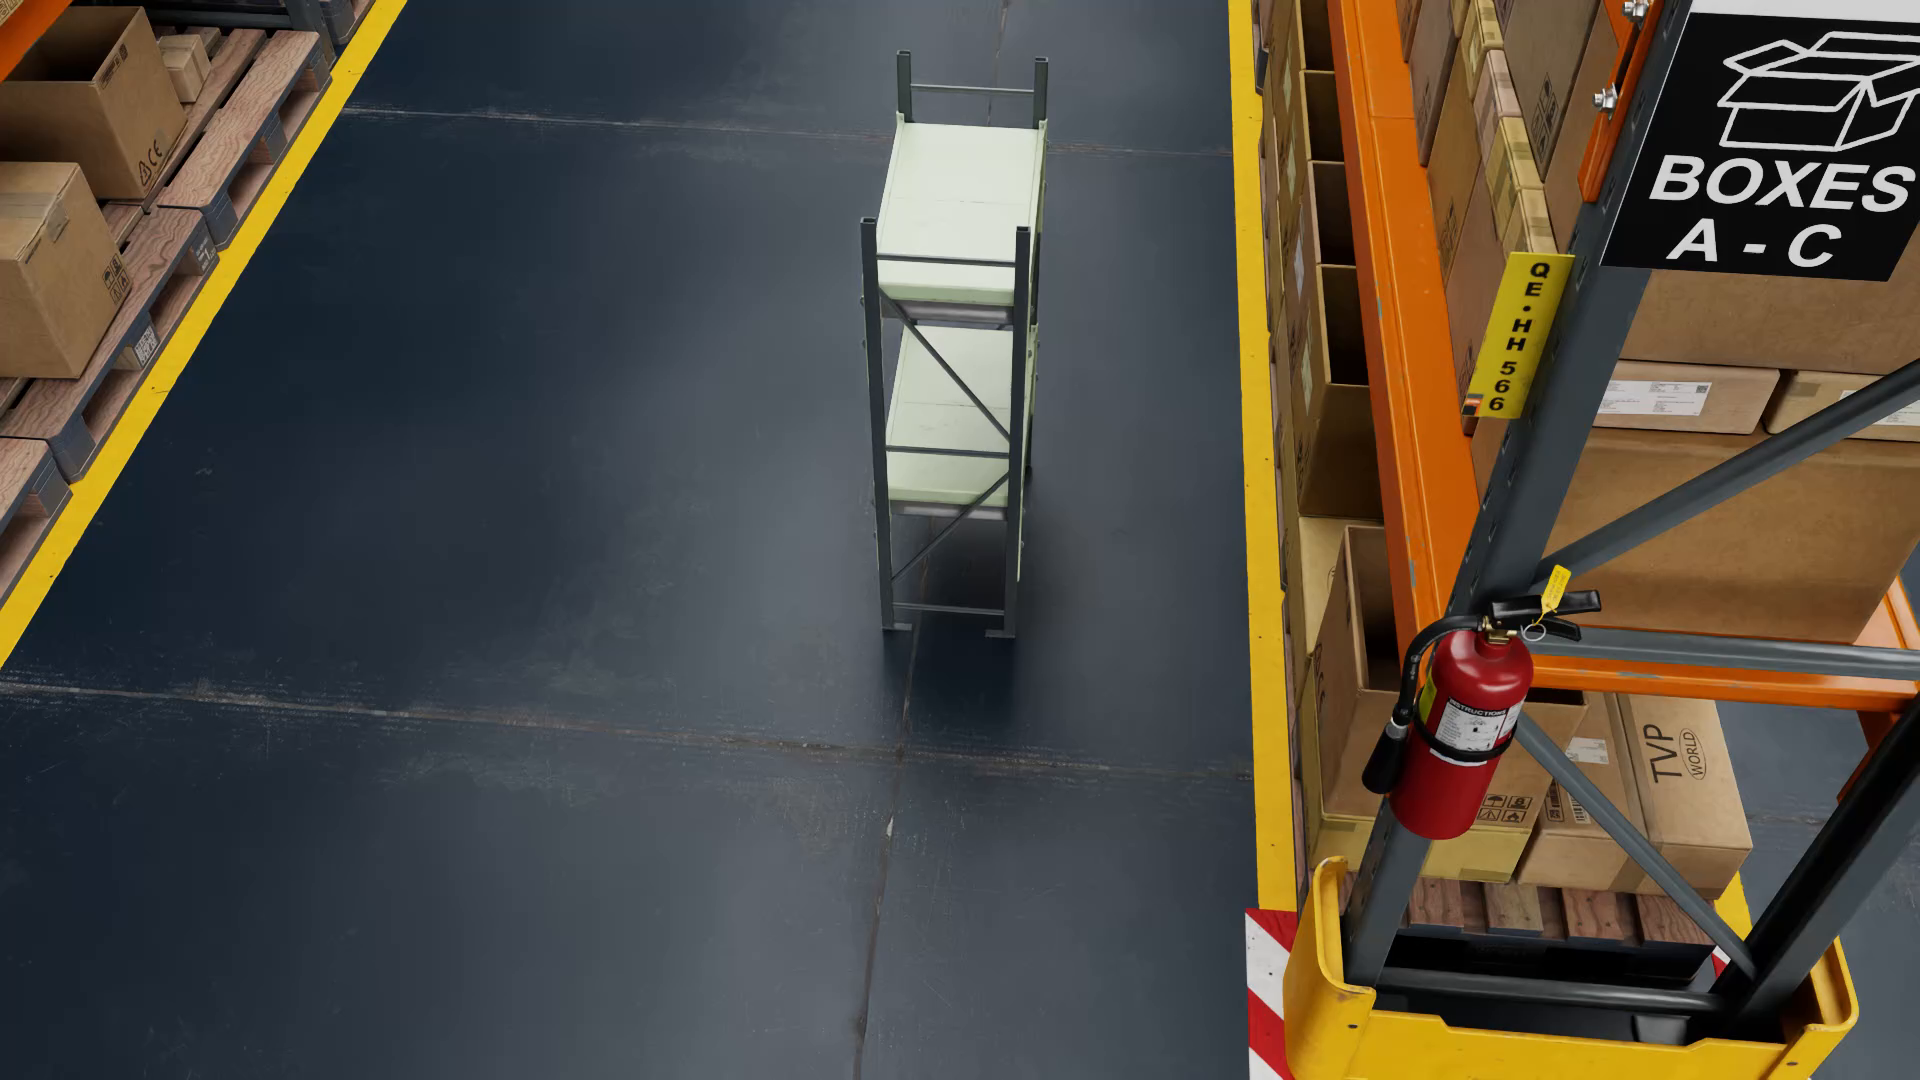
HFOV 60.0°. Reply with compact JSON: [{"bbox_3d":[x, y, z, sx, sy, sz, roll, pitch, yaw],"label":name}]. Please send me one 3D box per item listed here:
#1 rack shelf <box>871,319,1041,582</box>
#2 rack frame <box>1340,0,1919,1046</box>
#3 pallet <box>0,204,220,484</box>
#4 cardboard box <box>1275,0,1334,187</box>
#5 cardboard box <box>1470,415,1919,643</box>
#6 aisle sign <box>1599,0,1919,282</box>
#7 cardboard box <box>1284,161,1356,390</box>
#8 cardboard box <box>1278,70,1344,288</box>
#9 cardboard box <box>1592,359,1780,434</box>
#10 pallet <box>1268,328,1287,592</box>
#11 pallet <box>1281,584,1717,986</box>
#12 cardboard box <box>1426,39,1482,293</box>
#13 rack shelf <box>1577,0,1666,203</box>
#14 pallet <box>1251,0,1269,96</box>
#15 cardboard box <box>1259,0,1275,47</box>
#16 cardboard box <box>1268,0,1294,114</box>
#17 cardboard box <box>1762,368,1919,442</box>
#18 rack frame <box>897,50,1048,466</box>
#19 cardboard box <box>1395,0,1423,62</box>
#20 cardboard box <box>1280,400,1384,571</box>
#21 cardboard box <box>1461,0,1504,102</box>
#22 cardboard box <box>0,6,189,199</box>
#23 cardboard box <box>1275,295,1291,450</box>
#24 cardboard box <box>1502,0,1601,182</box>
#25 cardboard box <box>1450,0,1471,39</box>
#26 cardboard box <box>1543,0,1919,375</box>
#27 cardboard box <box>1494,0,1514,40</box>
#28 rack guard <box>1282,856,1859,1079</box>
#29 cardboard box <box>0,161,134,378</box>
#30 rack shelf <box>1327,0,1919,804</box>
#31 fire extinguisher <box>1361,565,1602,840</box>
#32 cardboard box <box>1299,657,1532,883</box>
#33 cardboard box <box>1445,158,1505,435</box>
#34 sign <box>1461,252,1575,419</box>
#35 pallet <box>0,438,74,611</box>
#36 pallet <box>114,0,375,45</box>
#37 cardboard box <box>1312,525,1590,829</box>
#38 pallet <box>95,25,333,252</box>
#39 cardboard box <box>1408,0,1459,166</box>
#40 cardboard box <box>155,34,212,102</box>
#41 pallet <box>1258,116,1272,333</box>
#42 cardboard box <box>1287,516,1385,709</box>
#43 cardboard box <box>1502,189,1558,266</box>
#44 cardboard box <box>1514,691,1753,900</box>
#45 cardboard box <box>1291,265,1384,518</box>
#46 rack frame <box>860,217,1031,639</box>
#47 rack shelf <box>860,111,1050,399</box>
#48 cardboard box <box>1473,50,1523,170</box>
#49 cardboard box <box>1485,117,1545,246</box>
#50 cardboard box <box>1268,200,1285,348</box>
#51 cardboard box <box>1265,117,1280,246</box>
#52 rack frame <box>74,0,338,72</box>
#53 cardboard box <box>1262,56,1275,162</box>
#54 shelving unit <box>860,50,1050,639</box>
[{"bbox_3d":[-0.001,-0.281,4.933,0.431,0.370,0.720,4,48,4],"label":"rack shelf"},{"bbox_3d":[1.395,0.209,3.026,1.000,3.000,0.127,4,48,4],"label":"rack frame"},{"bbox_3d":[-3.308,-0.725,5.770,1.003,0.211,1.213,4,48,4],"label":"pallet"},{"bbox_3d":[1.368,-1.509,5.668,0.500,0.500,0.500,4,48,4],"label":"cardboard box"},{"bbox_3d":[1.451,-0.167,3.302,0.700,0.500,0.500,4,48,4],"label":"cardboard box"},{"bbox_3d":[1.097,-0.640,2.041,0.394,0.787,0.004,4,48,4],"label":"aisle sign"},{"bbox_3d":[1.271,-0.775,4.997,0.500,0.500,0.500,4,48,4],"label":"cardboard box"},{"bbox_3d":[1.315,-1.142,5.333,0.500,0.500,0.500,4,48,4],"label":"cardboard box"},{"bbox_3d":[1.240,-0.337,3.018,0.380,0.149,0.250,3,48,3],"label":"cardboard box"},{"bbox_3d":[1.537,-0.309,5.389,1.003,0.211,1.213,4,48,4],"label":"pallet"},{"bbox_3d":[1.423,0.585,4.571,1.003,0.211,1.213,4,48,4],"label":"pallet"},{"bbox_3d":[1.545,-0.918,3.989,0.700,0.500,0.500,4,48,4],"label":"cardboard box"},{"bbox_3d":[1.578,-2.030,3.529,1.077,0.370,4.000,4,48,4],"label":"rack shelf"},{"bbox_3d":[1.788,-2.333,7.241,1.003,0.211,1.213,4,48,4],"label":"pallet"},{"bbox_3d":[1.509,-2.268,6.871,0.500,0.250,0.500,3,48,3],"label":"cardboard box"},{"bbox_3d":[1.406,-1.877,6.005,0.500,0.500,0.500,4,48,4],"label":"cardboard box"},{"bbox_3d":[1.646,-0.317,3.000,0.380,0.149,0.250,4,48,3],"label":"cardboard box"},{"bbox_3d":[0.033,-0.770,4.938,0.400,1.500,0.023,4,48,4],"label":"rack frame"},{"bbox_3d":[1.635,-1.681,4.687,0.700,0.500,0.500,5,48,4],"label":"cardboard box"},{"bbox_3d":[1.227,-0.154,4.937,0.500,0.250,0.500,4,48,4],"label":"cardboard box"},{"bbox_3d":[1.335,-1.095,3.712,0.380,0.149,0.250,5,48,5],"label":"cardboard box"},{"bbox_3d":[-3.228,-1.600,6.077,0.500,0.500,0.500,1,48,1],"label":"cardboard box"},{"bbox_3d":[1.275,-0.522,5.273,0.500,0.250,0.500,4,48,4],"label":"cardboard box"},{"bbox_3d":[1.498,-1.030,3.213,0.700,0.500,0.500,3,48,3],"label":"cardboard box"},{"bbox_3d":[1.357,-1.289,3.889,0.380,0.149,0.250,5,48,5],"label":"cardboard box"},{"bbox_3d":[1.455,-0.644,2.859,0.700,0.500,0.500,4,48,4],"label":"cardboard box"},{"bbox_3d":[1.543,-1.401,3.552,0.700,0.500,0.500,4,48,4],"label":"cardboard box"},{"bbox_3d":[1.393,1.070,3.932,1.175,0.500,0.348,4,48,4],"label":"rack guard"},{"bbox_3d":[-3.217,-0.883,5.421,0.700,0.500,0.500,1,48,1],"label":"cardboard box"},{"bbox_3d":[1.578,-1.018,4.636,1.077,0.370,4.000,4,48,4],"label":"rack shelf"},{"bbox_3d":[0.922,0.291,3.004,0.296,0.674,0.183,4,48,4],"label":"fire extinguisher"},{"bbox_3d":[1.150,0.581,4.264,0.500,0.250,0.500,4,48,4],"label":"cardboard box"},{"bbox_3d":[1.494,-0.553,3.655,0.700,0.500,0.500,5,48,5],"label":"cardboard box"},{"bbox_3d":[0.856,-0.308,2.554,0.100,0.325,0.005,4,48,4],"label":"sign"},{"bbox_3d":[-3.422,0.169,4.952,1.003,0.211,1.213,4,48,4],"label":"pallet"},{"bbox_3d":[-3.104,-2.692,7.569,1.003,0.211,1.213,4,48,4],"label":"pallet"},{"bbox_3d":[1.148,0.328,3.988,0.500,0.500,0.500,4,48,4],"label":"cardboard box"},{"bbox_3d":[-3.199,-1.624,6.592,1.003,0.211,1.213,4,48,4],"label":"pallet"},{"bbox_3d":[1.589,-1.305,4.343,0.700,0.500,0.500,5,48,5],"label":"cardboard box"},{"bbox_3d":[-3.192,-1.858,6.538,0.380,0.166,0.250,-2,48,-2],"label":"cardboard box"},{"bbox_3d":[1.646,-1.208,6.211,1.003,0.211,1.213,4,48,4],"label":"pallet"},{"bbox_3d":[1.184,0.213,4.601,0.500,0.250,0.500,4,48,4],"label":"cardboard box"},{"bbox_3d":[1.263,-0.530,3.194,0.380,0.149,0.250,5,48,5],"label":"cardboard box"},{"bbox_3d":[1.666,0.616,4.232,0.500,0.250,0.500,4,48,4],"label":"cardboard box"},{"bbox_3d":[1.224,-0.408,4.661,0.500,0.500,0.500,4,48,4],"label":"cardboard box"},{"bbox_3d":[-0.034,-0.232,4.446,0.400,1.500,0.023,4,48,4],"label":"rack frame"},{"bbox_3d":[-0.001,-0.765,4.404,0.431,0.370,0.720,4,48,4],"label":"rack shelf"},{"bbox_3d":[1.311,-0.902,3.535,0.380,0.149,0.250,4,48,4],"label":"cardboard box"},{"bbox_3d":[1.286,-0.717,3.366,0.380,0.149,0.250,3,48,3],"label":"cardboard box"},{"bbox_3d":[1.314,-0.889,5.609,0.500,0.250,0.500,4,48,4],"label":"cardboard box"},{"bbox_3d":[1.365,-1.256,5.945,0.500,0.250,0.500,4,48,4],"label":"cardboard box"},{"bbox_3d":[-3.173,-3.061,6.017,1.000,3.000,0.127,4,48,4],"label":"rack frame"},{"bbox_3d":[1.416,-1.624,6.281,0.500,0.250,0.500,4,48,4],"label":"cardboard box"},{"bbox_3d":[-0.001,-0.501,4.692,0.431,1.500,0.755,4,48,4],"label":"shelving unit"}]
